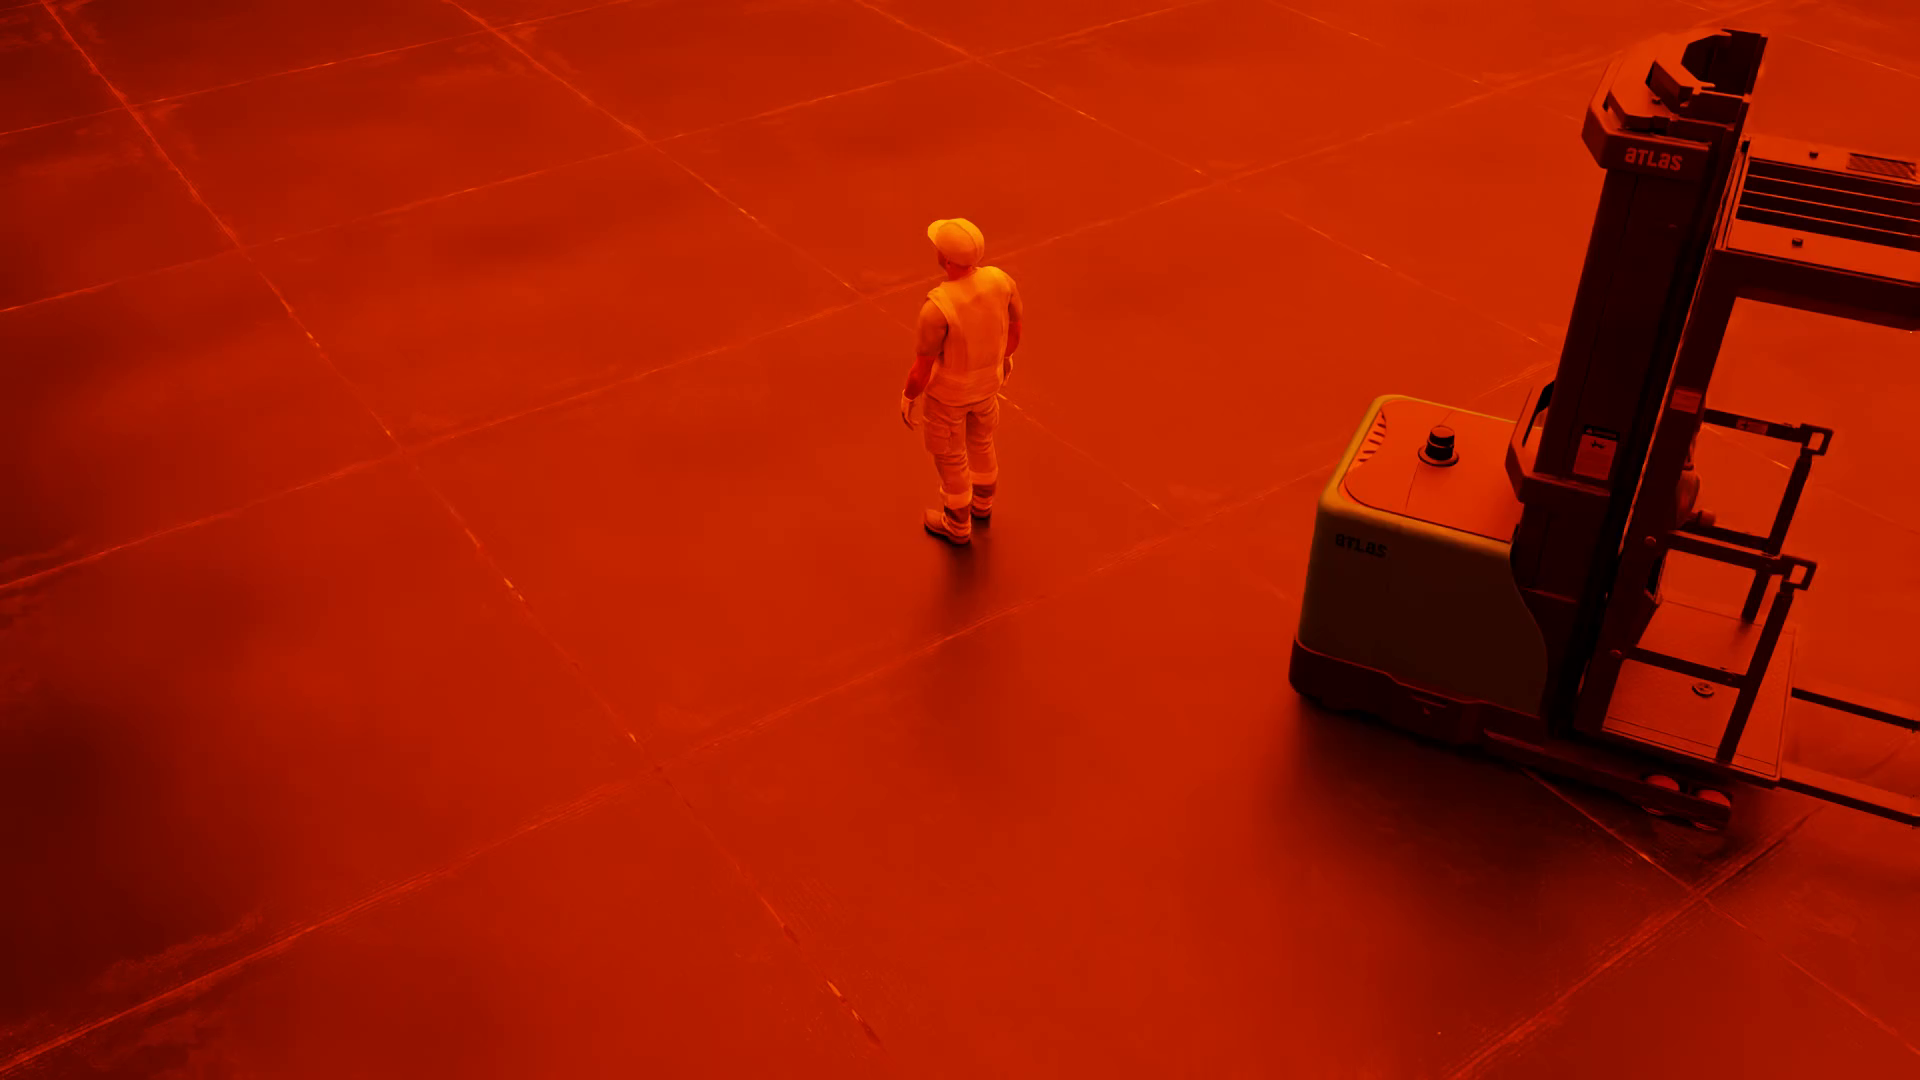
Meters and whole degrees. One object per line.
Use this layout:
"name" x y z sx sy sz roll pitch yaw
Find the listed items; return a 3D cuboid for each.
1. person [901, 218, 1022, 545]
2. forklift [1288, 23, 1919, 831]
"person" -0.036 -0.768 7.932 0.637 1.787 0.564 -23 42 -28
"forklift" 3.025 -0.354 6.423 3.031 2.935 1.130 16 39 21
